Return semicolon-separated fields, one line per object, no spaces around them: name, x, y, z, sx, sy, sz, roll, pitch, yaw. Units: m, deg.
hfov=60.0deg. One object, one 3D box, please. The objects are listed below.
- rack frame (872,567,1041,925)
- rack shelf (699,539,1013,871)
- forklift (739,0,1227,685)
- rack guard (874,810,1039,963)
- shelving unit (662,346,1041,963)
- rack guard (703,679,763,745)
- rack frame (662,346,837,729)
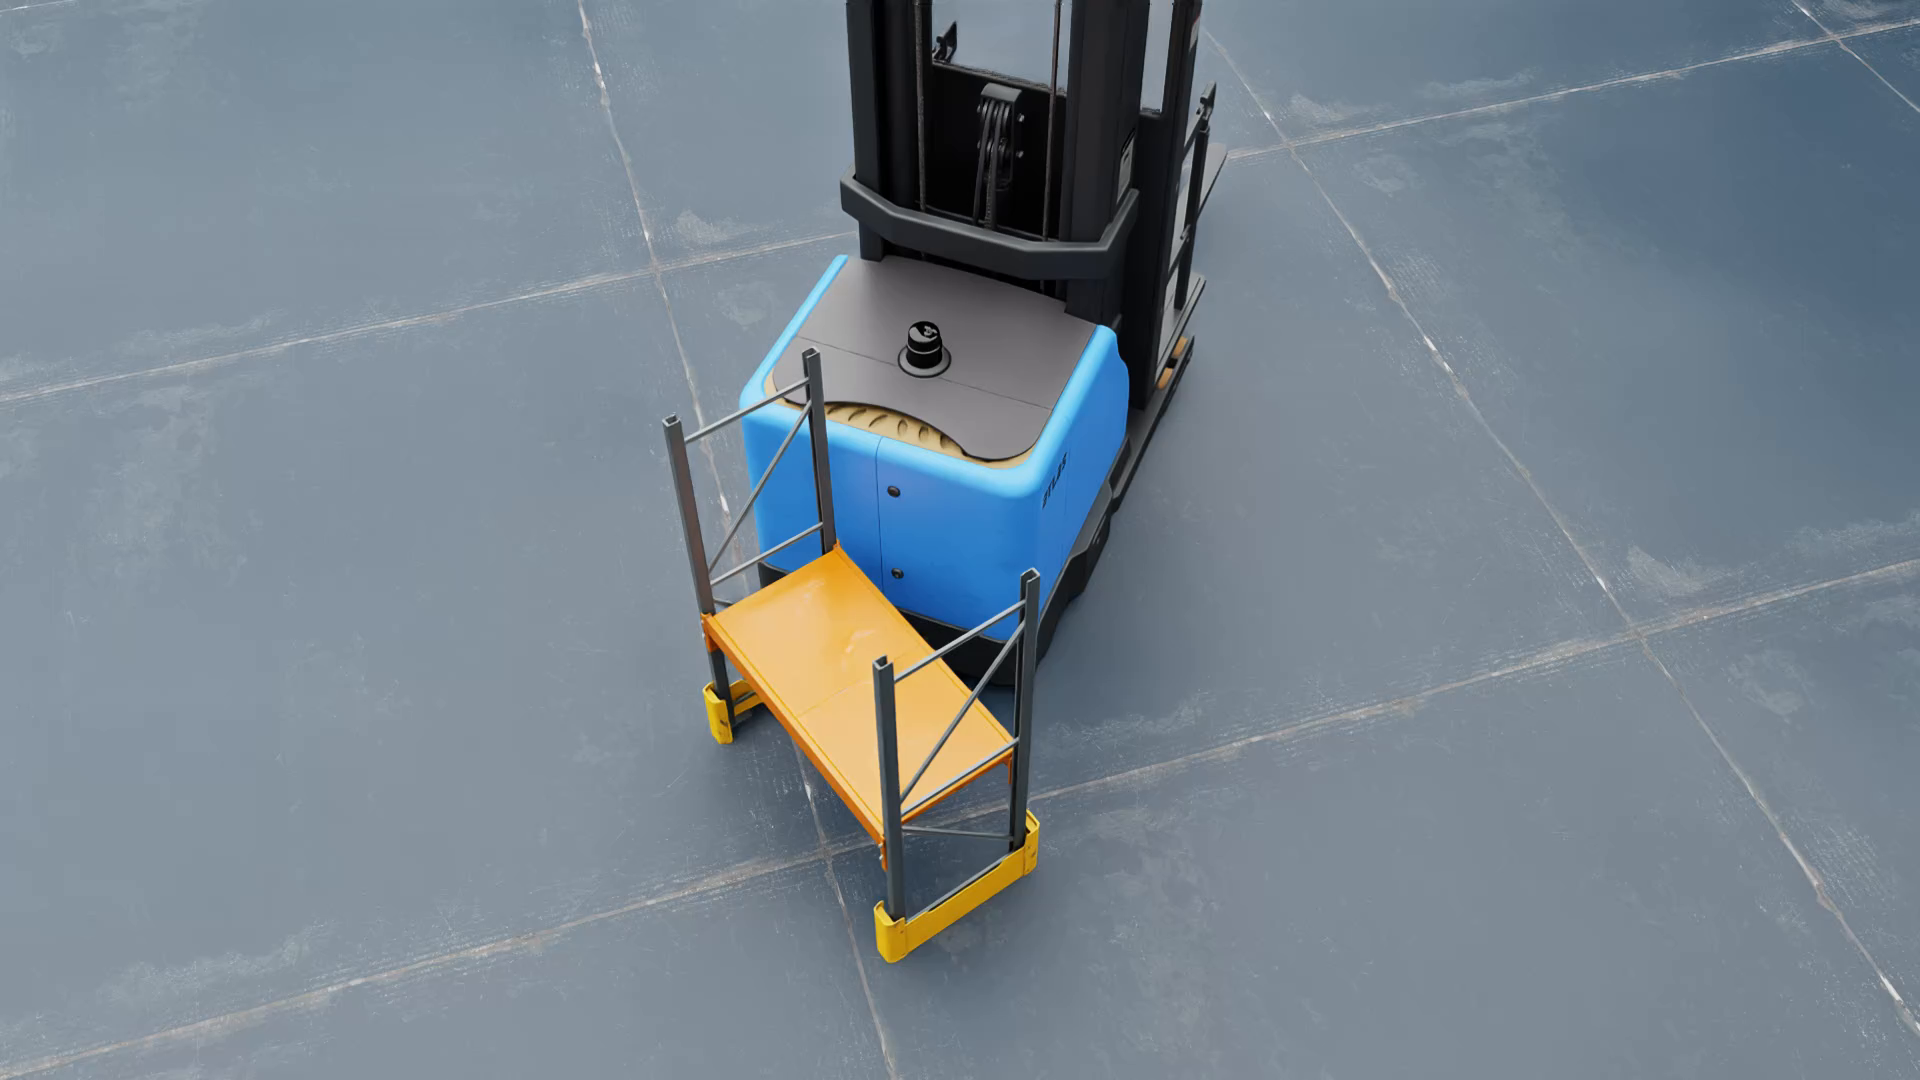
rack frame;-0.004;0.675;4.700;0.500;1.500;0.032;-30;56;-23
rack shelf;-0.307;0.479;5.101;0.538;0.185;1.000;-30;56;-23
forklift;0.310;-1.595;5.678;1.130;2.935;3.031;17;52;14
rack guard;-0.005;1.077;5.179;0.587;0.250;0.087;-30;56;-23
shelving unit;-0.302;0.368;4.959;0.587;1.500;1.083;-30;56;-23
rack guard;-0.598;0.465;5.694;0.587;0.250;0.087;-30;56;-23
rack frame;-0.610;0.050;5.227;0.500;1.500;0.032;-30;56;-23
